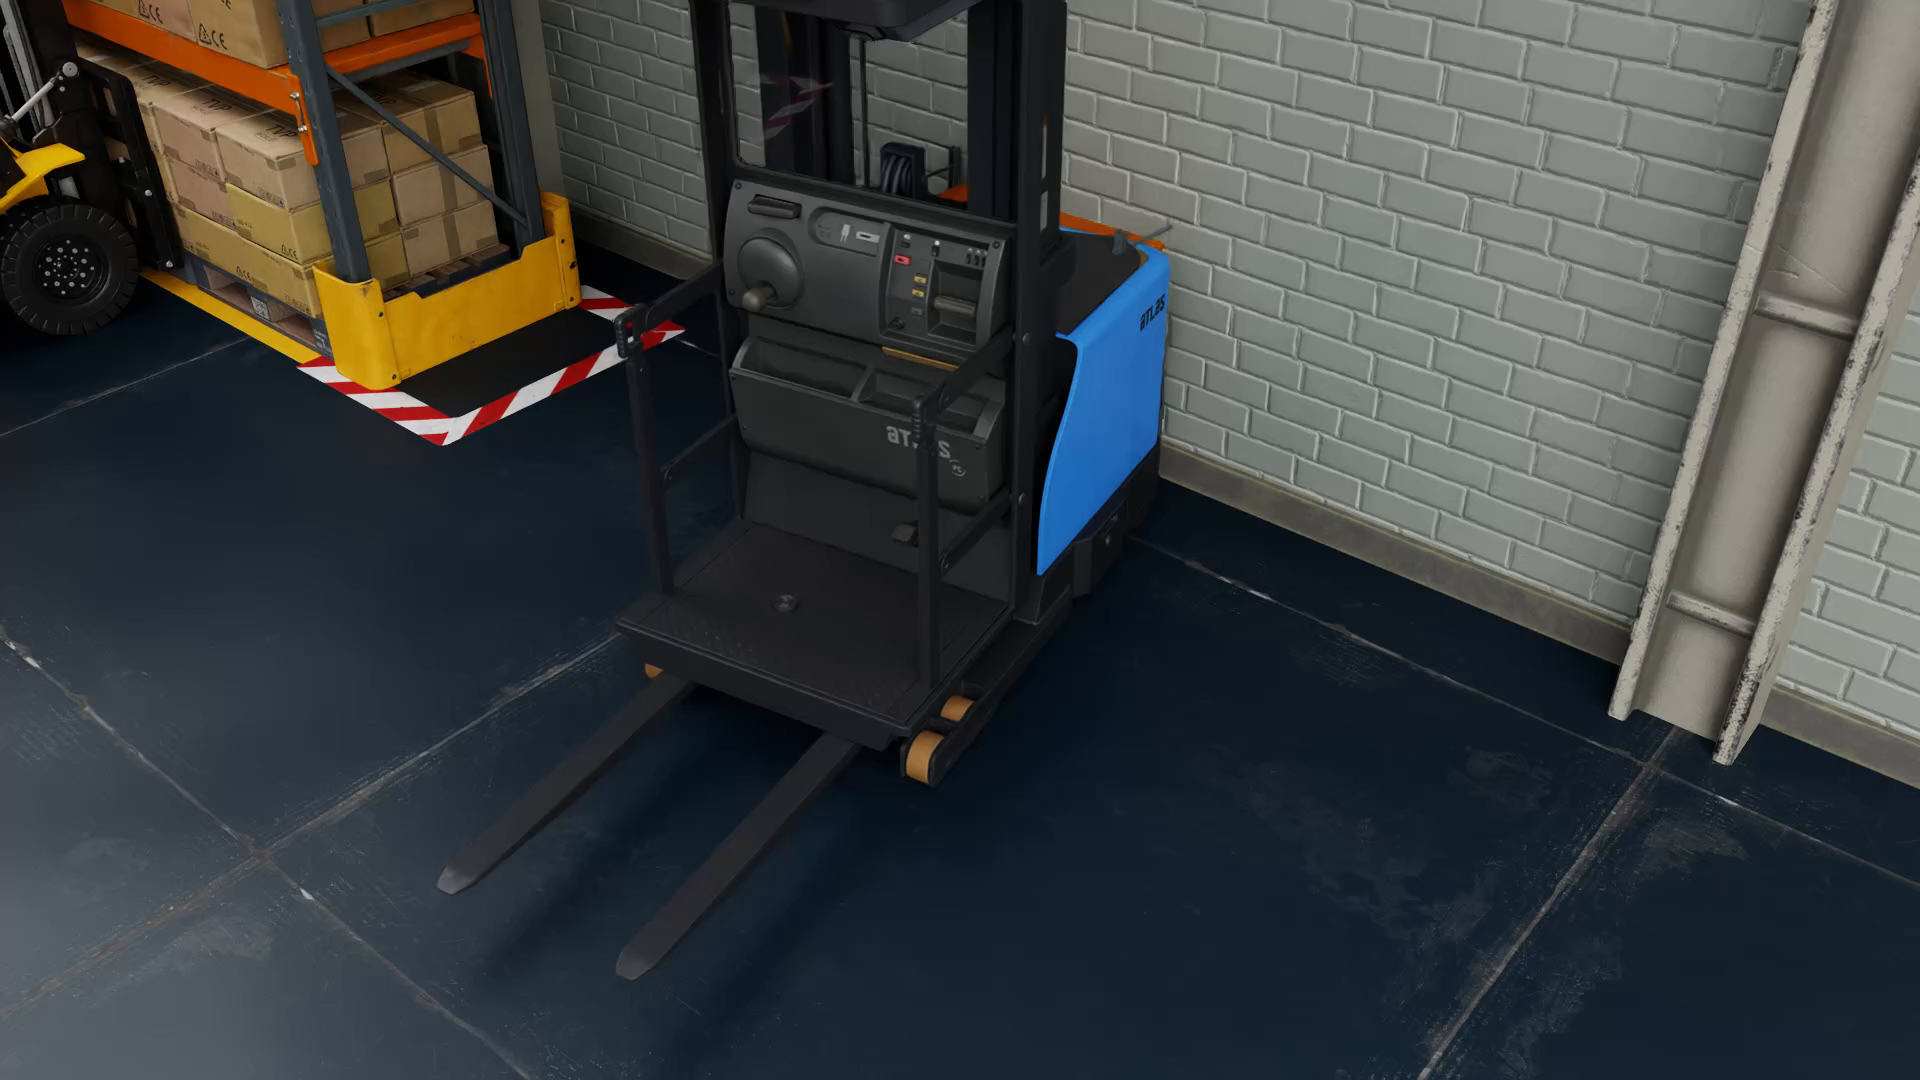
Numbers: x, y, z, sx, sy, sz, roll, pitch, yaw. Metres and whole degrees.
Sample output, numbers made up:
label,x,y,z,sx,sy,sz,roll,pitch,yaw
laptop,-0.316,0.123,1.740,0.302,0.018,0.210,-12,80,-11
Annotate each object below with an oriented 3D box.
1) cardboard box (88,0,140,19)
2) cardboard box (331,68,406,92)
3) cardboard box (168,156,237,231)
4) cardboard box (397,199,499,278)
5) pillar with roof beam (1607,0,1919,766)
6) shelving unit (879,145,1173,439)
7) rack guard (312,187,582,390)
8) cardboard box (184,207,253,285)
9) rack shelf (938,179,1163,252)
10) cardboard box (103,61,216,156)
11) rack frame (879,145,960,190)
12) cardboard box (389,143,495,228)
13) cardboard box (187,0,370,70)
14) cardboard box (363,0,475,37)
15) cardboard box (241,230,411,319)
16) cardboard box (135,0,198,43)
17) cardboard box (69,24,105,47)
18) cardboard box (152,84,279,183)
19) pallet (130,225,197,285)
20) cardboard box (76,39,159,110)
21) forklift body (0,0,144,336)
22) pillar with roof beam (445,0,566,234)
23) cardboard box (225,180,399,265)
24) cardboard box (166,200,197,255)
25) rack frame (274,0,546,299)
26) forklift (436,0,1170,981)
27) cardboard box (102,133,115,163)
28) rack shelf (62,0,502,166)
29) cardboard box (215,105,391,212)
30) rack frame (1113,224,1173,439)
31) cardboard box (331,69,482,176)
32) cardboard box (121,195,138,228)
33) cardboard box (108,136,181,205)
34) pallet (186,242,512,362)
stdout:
label,x,y,z,sx,sy,sz,roll,pitch,yaw
cardboard box,-3.626,-2.676,7.409,0.500,0.500,0.500,24,41,31
cardboard box,-2.928,-2.081,7.806,0.500,0.250,0.500,25,42,32
cardboard box,-3.246,-1.666,7.643,0.500,0.250,0.500,25,42,31
cardboard box,-2.546,-1.496,7.837,0.500,0.250,0.500,25,42,32
pillar with roof beam,-0.395,-1.265,0.143,0.400,9.000,9.100,25,42,32
shelving unit,0.246,-0.824,6.440,1.048,1.125,0.538,21,34,29
rack guard,-2.275,-1.155,7.489,0.348,0.500,1.175,25,42,32
cardboard box,-3.233,-1.450,7.770,0.500,0.250,0.500,25,42,32
rack shelf,0.258,-1.078,6.296,1.000,0.278,0.538,21,34,29
cardboard box,-3.637,-2.037,7.742,0.500,0.250,0.500,26,42,32
rack frame,-0.172,-0.981,6.683,0.032,1.125,0.500,21,34,29
cardboard box,-2.522,-1.700,7.692,0.500,0.250,0.500,26,42,33
cardboard box,-2.840,-2.299,6.859,0.500,0.500,0.500,24,41,31
cardboard box,-2.496,-2.535,7.203,0.500,0.500,0.500,27,43,33
cardboard box,-2.857,-1.266,7.502,0.500,0.250,0.500,26,42,32
cardboard box,-3.232,-2.491,7.139,0.500,0.500,0.500,27,43,33
cardboard box,-4.420,-2.418,8.296,0.500,0.250,0.500,27,43,33
cardboard box,-3.243,-1.859,7.482,0.500,0.250,0.500,26,42,33
pallet,-3.841,-1.745,8.604,1.213,0.211,1.003,25,42,32
cardboard box,-4.022,-2.224,8.014,0.500,0.250,0.500,24,41,31
forklift body,-4.918,-1.737,6.879,1.214,2.155,2.313,25,42,32
pillar with roof beam,-5.006,-3.438,3.307,0.400,9.000,9.100,25,42,32
cardboard box,-2.868,-1.480,7.371,0.500,0.250,0.500,25,41,31
cardboard box,-3.611,-1.635,8.040,0.500,0.250,0.500,26,42,32
rack frame,-2.293,-2.194,6.795,0.127,3.000,1.000,25,42,32
forklift,-0.396,-0.747,4.748,1.130,2.935,3.031,17,38,23
cardboard box,-4.038,-2.027,8.168,0.500,0.250,0.500,25,42,32
rack shelf,-3.830,-2.621,8.053,4.000,0.370,1.077,25,42,32
cardboard box,-2.847,-1.677,7.216,0.500,0.250,0.500,27,43,33
rack frame,0.663,-0.666,6.197,0.032,1.125,0.500,21,34,29
cardboard box,-2.542,-1.902,7.544,0.500,0.250,0.500,25,41,31
cardboard box,-4.025,-1.814,8.299,0.500,0.250,0.500,27,43,33
cardboard box,-3.656,-1.844,7.902,0.500,0.250,0.500,24,41,31
pallet,-2.908,-1.303,7.961,1.213,0.211,1.003,25,42,32
